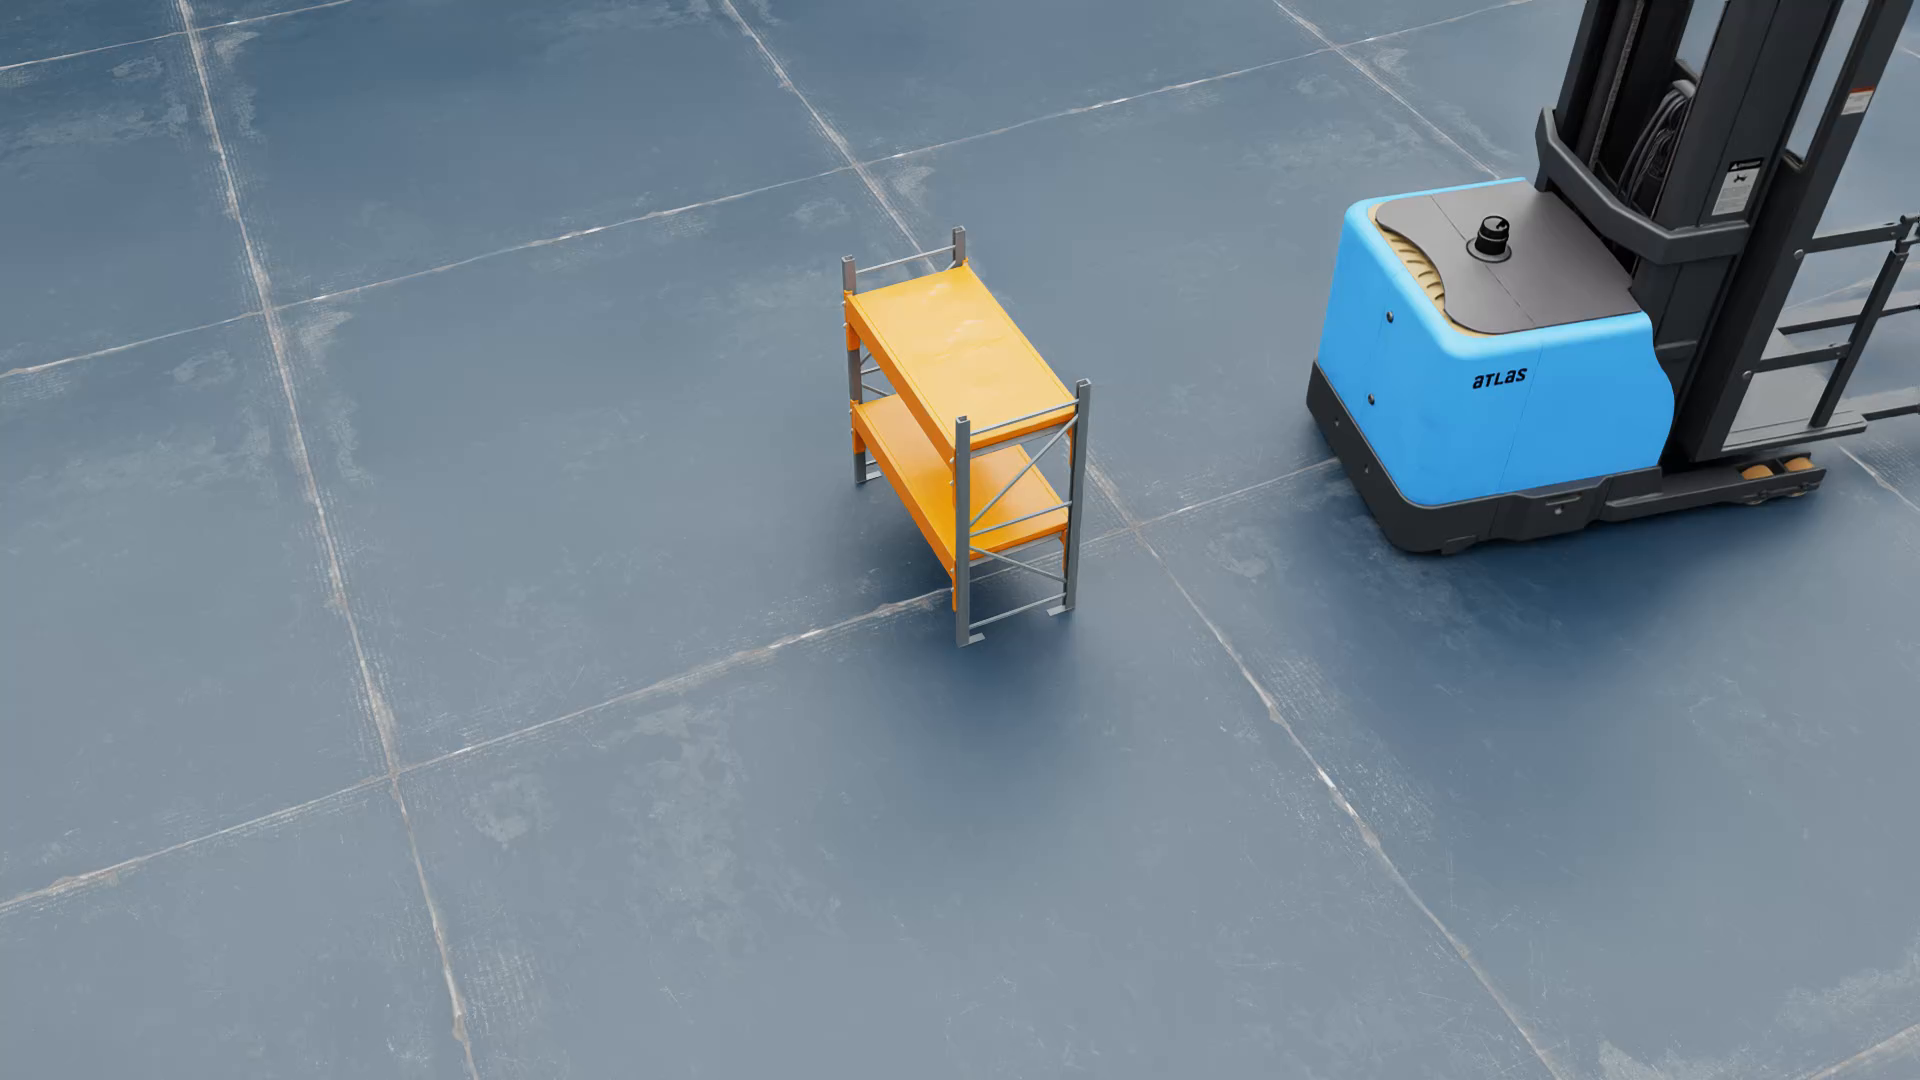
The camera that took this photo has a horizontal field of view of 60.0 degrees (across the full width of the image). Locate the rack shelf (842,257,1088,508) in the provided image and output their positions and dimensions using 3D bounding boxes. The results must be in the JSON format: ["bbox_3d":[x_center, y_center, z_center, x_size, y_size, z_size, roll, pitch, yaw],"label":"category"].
[{"bbox_3d":[0.003,-0.604,6.145,0.538,0.278,1.000,-18,47,-17],"label":"rack shelf"}]

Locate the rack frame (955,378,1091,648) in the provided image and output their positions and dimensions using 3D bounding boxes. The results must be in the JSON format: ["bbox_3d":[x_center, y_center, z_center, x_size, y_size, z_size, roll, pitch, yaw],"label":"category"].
[{"bbox_3d":[0.217,-0.072,6.022,0.500,1.125,0.032,-18,47,-17],"label":"rack frame"}]

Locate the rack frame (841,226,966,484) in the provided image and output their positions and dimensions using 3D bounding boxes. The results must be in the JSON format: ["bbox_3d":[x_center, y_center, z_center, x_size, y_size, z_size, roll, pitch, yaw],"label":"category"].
[{"bbox_3d":[-0.211,-0.720,6.679,0.500,1.125,0.032,-18,47,-17],"label":"rack frame"}]

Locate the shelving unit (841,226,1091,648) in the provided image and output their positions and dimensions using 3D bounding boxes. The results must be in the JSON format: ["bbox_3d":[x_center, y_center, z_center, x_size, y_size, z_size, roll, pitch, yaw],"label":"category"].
[{"bbox_3d":[0.003,-0.396,6.351,0.538,1.125,1.048,-18,47,-17],"label":"shelving unit"}]

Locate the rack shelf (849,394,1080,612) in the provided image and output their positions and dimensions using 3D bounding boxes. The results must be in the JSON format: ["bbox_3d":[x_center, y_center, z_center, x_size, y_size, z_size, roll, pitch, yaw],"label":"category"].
[{"bbox_3d":[0.003,-0.222,6.522,0.538,0.278,1.000,-18,47,-17],"label":"rack shelf"}]

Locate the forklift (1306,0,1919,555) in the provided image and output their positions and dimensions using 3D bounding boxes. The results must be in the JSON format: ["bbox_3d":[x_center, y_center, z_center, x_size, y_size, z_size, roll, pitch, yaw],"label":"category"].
[{"bbox_3d":[3.083,-1.542,6.226,3.031,2.935,1.130,-10,45,-10],"label":"forklift"}]
